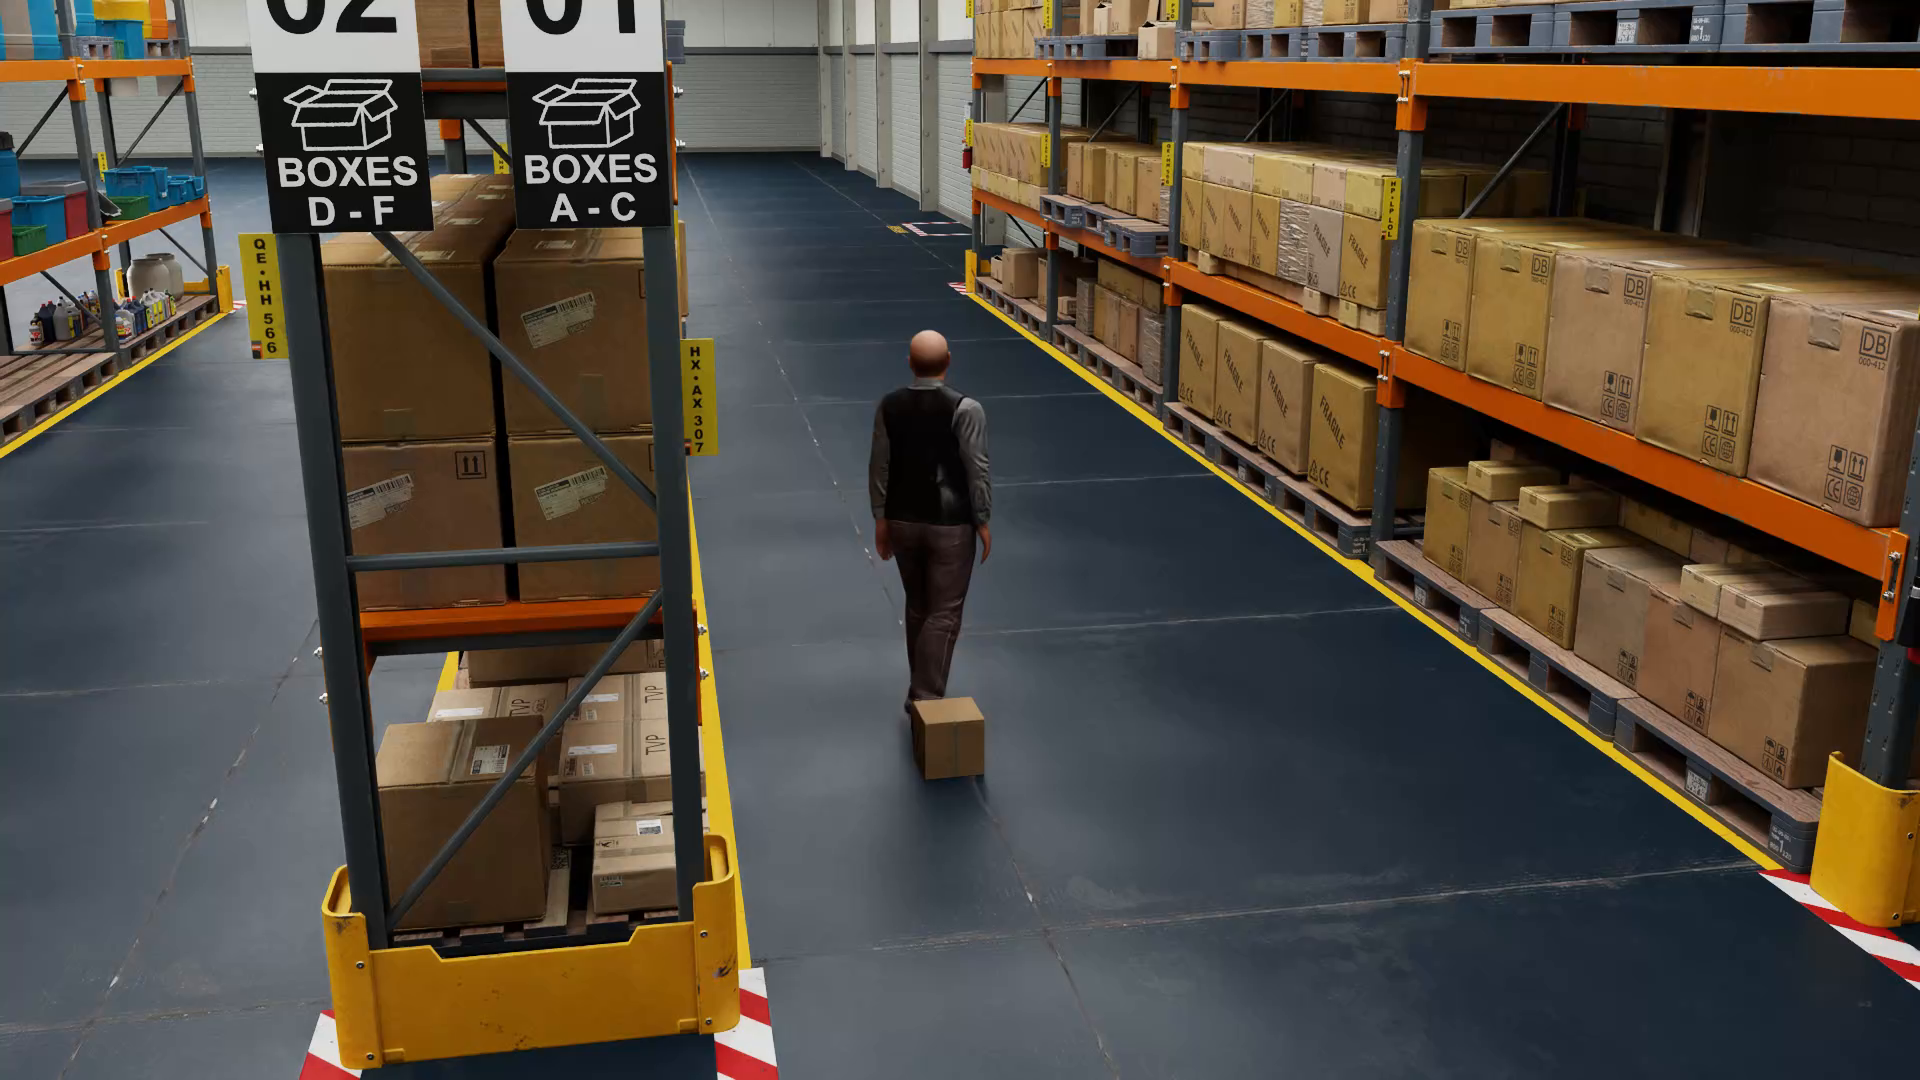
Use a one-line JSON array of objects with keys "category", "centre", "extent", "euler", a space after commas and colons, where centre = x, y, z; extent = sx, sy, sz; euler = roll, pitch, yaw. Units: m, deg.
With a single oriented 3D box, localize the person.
[{"category": "person", "centre": [-0.142, -0.046, 7.243], "extent": [0.563, 1.711, 0.562], "euler": [8, 18, 26]}]
